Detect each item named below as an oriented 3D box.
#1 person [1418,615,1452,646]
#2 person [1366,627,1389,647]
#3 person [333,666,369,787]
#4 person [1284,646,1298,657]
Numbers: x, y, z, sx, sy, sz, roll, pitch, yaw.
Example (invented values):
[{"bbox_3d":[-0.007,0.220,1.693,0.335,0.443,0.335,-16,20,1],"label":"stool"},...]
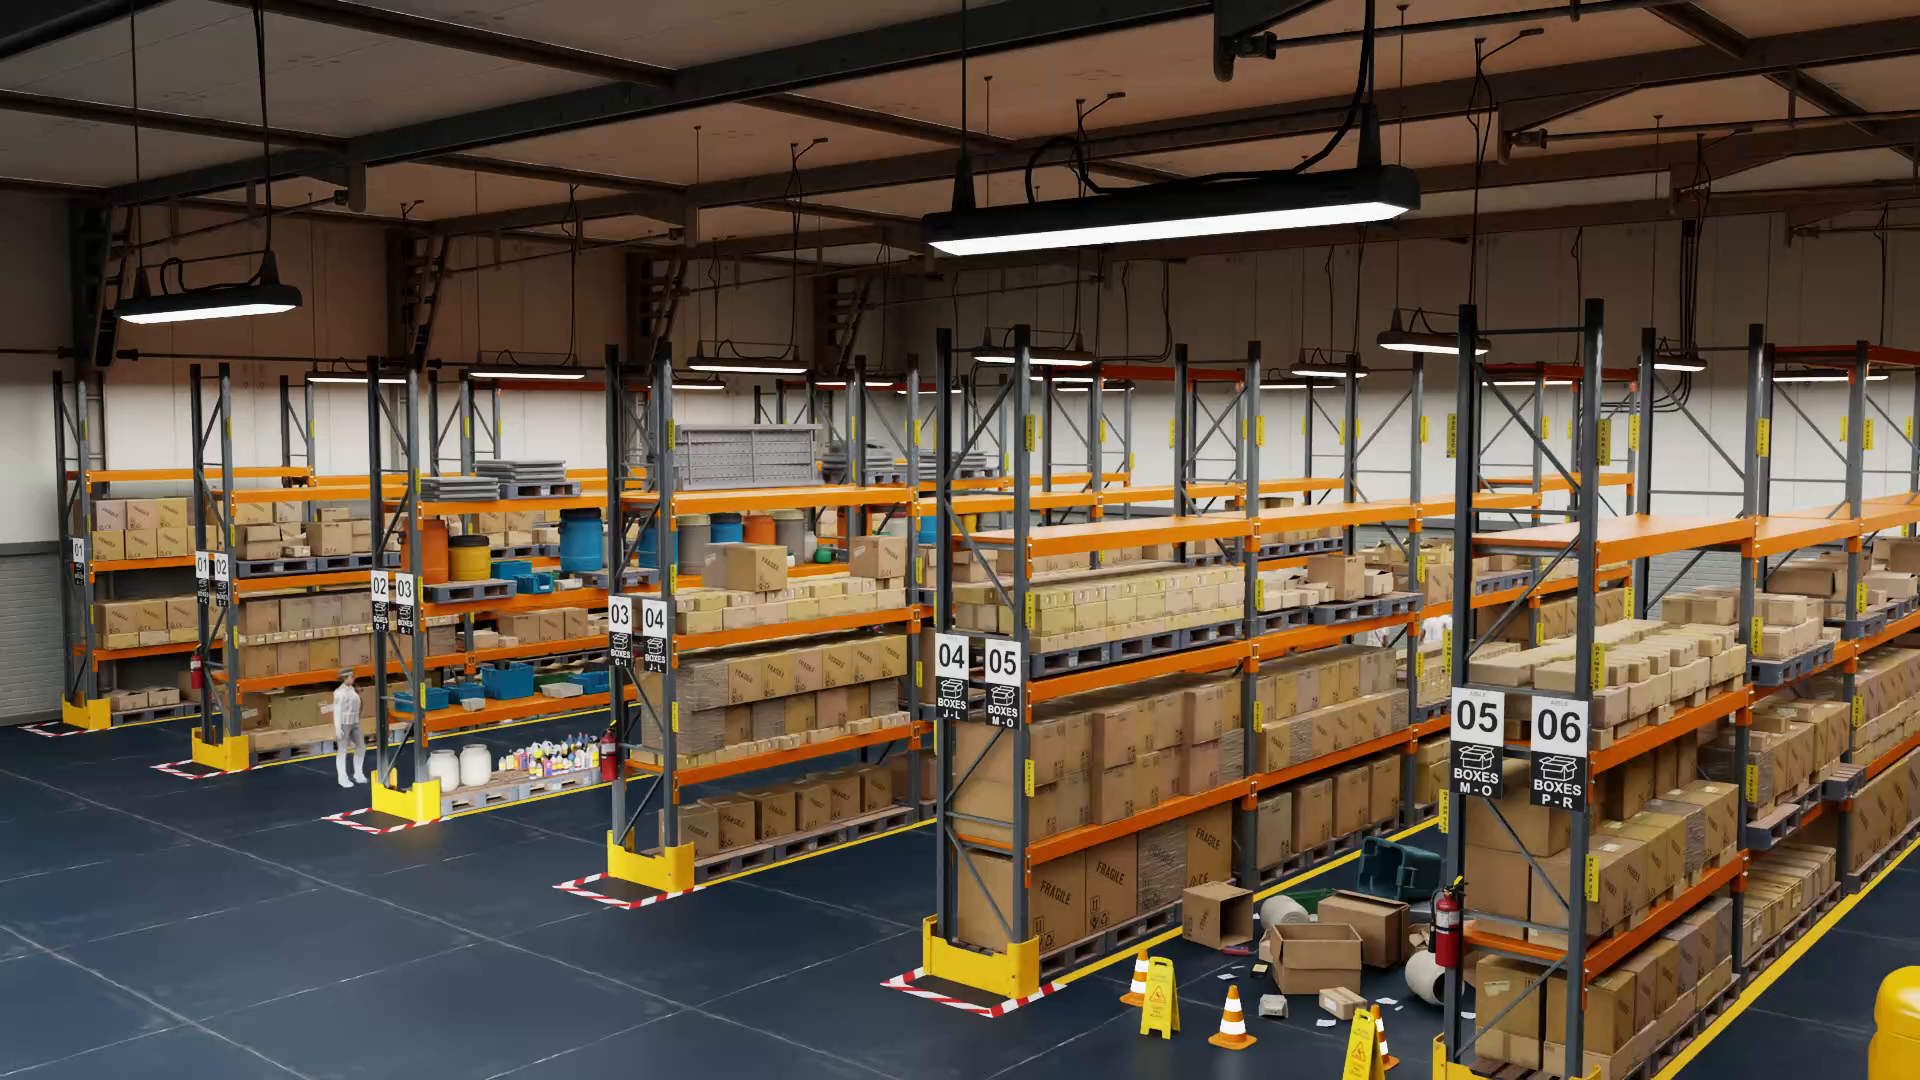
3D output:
[{"bbox_3d":[9.077,2.005,31.808,0.684,1.727,1.002,3,5,34],"label":"person"},{"bbox_3d":[7.868,2.070,31.365,0.467,1.703,0.502,3,5,39],"label":"person"},{"bbox_3d":[-8.673,2.650,23.551,0.340,1.725,0.567,1,4,18],"label":"person"},{"bbox_3d":[5.191,2.401,26.381,0.394,1.725,0.662,1,4,10],"label":"person"}]
